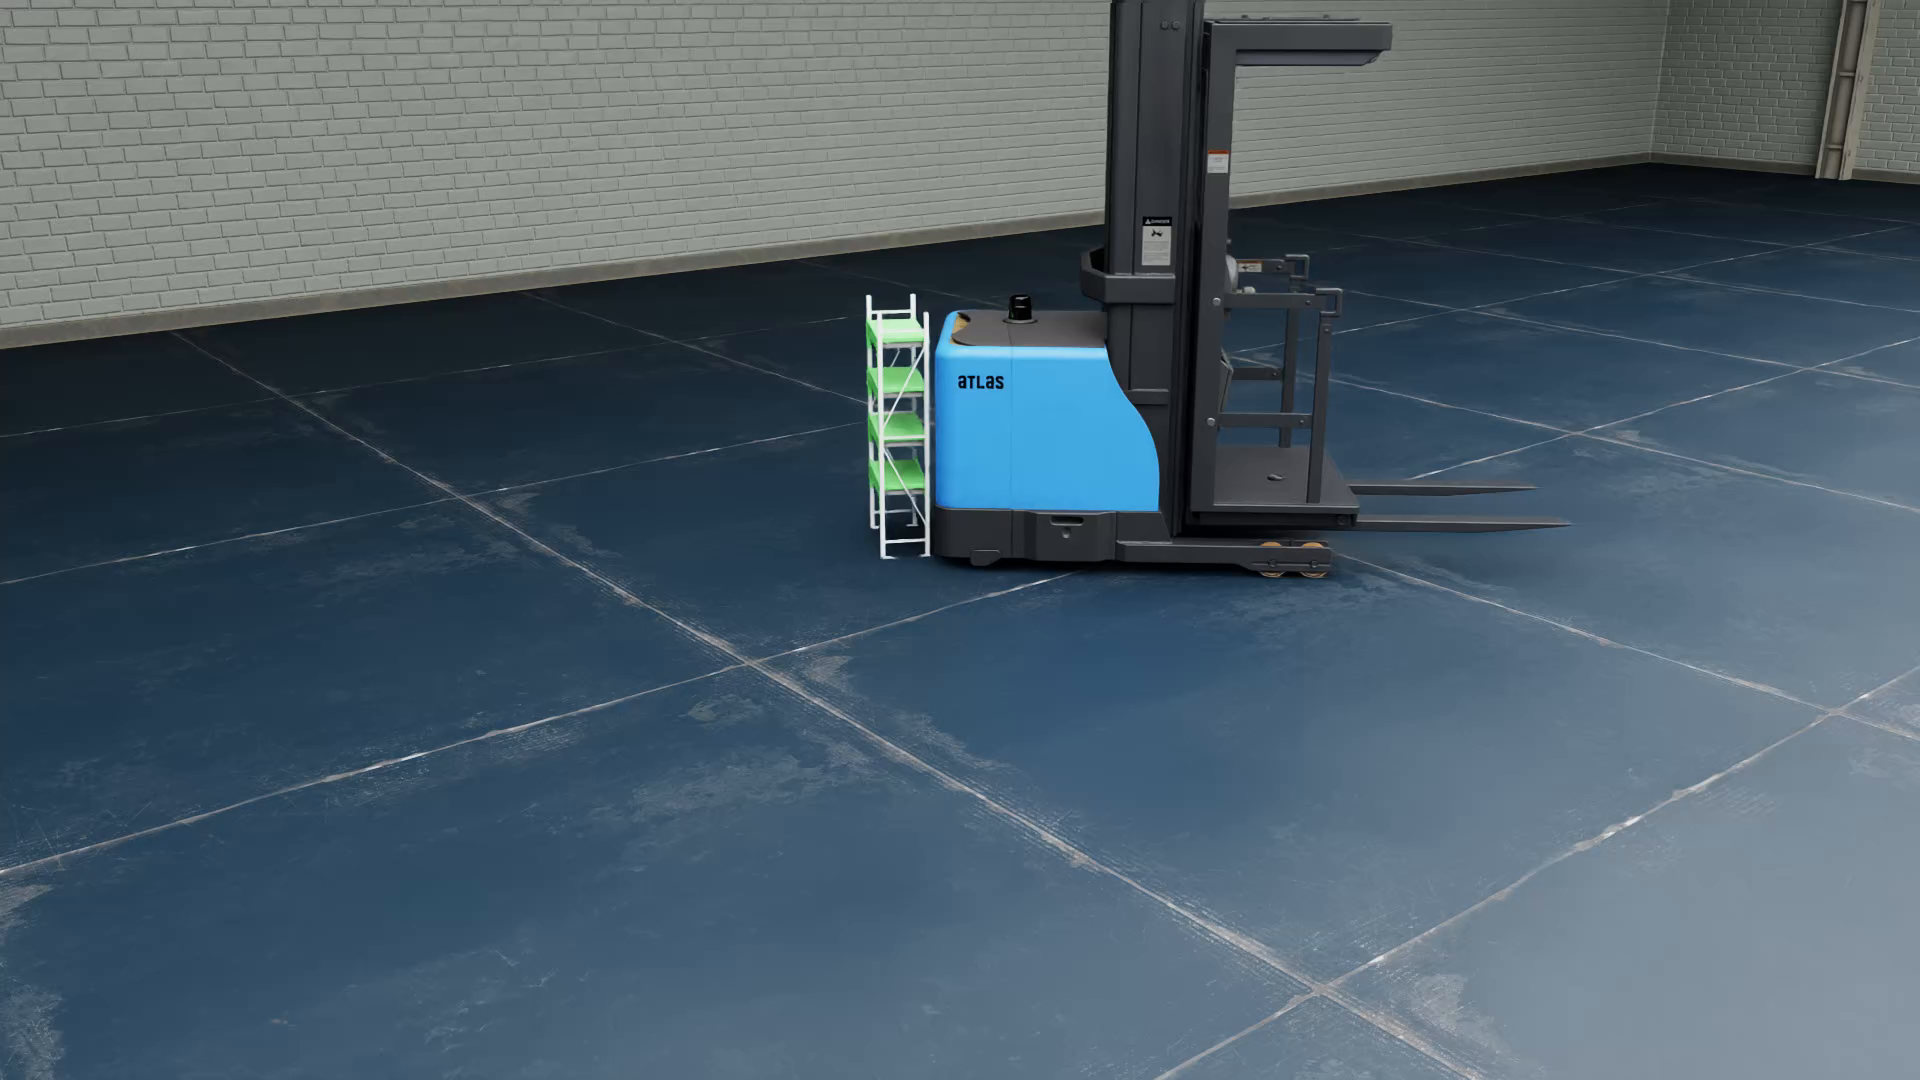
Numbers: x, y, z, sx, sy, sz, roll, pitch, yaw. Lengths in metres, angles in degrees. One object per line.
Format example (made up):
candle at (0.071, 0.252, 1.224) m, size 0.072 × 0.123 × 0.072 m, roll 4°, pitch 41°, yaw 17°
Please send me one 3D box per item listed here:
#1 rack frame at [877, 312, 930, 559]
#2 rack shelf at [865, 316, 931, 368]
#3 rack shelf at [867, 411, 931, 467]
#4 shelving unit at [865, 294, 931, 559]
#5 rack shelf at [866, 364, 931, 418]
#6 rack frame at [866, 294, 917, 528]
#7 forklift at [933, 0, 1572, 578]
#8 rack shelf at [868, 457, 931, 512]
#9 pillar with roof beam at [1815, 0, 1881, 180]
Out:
rack frame at (-0.265, -0.487, 7.923) m, size 0.240 × 1.200 × 0.015 m, roll -3°, pitch 19°, yaw -8°
rack shelf at (-0.303, -0.957, 8.021) m, size 0.258 × 0.148 × 0.480 m, roll -3°, pitch 19°, yaw -8°
rack shelf at (-0.303, -0.502, 8.172) m, size 0.258 × 0.148 × 0.480 m, roll -3°, pitch 19°, yaw -8°
shelving unit at (-0.303, -0.562, 8.152) m, size 0.258 × 1.200 × 0.503 m, roll -3°, pitch 19°, yaw -8°
rack shelf at (-0.303, -0.730, 8.097) m, size 0.258 × 0.148 × 0.480 m, roll -3°, pitch 19°, yaw -8°
rack frame at (-0.341, -0.638, 8.381) m, size 0.240 × 1.200 × 0.015 m, roll -3°, pitch 19°, yaw -8°
forklift at (1.406, -1.383, 7.876) m, size 3.031 × 2.935 × 1.130 m, roll 1°, pitch 18°, yaw 3°
rack shelf at (-0.303, -0.274, 8.248) m, size 0.258 × 0.148 × 0.480 m, roll -3°, pitch 19°, yaw -8°
pillar with roof beam at (9.423, -8.733, 20.420) m, size 9.100 × 9.000 × 0.400 m, roll -14°, pitch 23°, yaw -36°
